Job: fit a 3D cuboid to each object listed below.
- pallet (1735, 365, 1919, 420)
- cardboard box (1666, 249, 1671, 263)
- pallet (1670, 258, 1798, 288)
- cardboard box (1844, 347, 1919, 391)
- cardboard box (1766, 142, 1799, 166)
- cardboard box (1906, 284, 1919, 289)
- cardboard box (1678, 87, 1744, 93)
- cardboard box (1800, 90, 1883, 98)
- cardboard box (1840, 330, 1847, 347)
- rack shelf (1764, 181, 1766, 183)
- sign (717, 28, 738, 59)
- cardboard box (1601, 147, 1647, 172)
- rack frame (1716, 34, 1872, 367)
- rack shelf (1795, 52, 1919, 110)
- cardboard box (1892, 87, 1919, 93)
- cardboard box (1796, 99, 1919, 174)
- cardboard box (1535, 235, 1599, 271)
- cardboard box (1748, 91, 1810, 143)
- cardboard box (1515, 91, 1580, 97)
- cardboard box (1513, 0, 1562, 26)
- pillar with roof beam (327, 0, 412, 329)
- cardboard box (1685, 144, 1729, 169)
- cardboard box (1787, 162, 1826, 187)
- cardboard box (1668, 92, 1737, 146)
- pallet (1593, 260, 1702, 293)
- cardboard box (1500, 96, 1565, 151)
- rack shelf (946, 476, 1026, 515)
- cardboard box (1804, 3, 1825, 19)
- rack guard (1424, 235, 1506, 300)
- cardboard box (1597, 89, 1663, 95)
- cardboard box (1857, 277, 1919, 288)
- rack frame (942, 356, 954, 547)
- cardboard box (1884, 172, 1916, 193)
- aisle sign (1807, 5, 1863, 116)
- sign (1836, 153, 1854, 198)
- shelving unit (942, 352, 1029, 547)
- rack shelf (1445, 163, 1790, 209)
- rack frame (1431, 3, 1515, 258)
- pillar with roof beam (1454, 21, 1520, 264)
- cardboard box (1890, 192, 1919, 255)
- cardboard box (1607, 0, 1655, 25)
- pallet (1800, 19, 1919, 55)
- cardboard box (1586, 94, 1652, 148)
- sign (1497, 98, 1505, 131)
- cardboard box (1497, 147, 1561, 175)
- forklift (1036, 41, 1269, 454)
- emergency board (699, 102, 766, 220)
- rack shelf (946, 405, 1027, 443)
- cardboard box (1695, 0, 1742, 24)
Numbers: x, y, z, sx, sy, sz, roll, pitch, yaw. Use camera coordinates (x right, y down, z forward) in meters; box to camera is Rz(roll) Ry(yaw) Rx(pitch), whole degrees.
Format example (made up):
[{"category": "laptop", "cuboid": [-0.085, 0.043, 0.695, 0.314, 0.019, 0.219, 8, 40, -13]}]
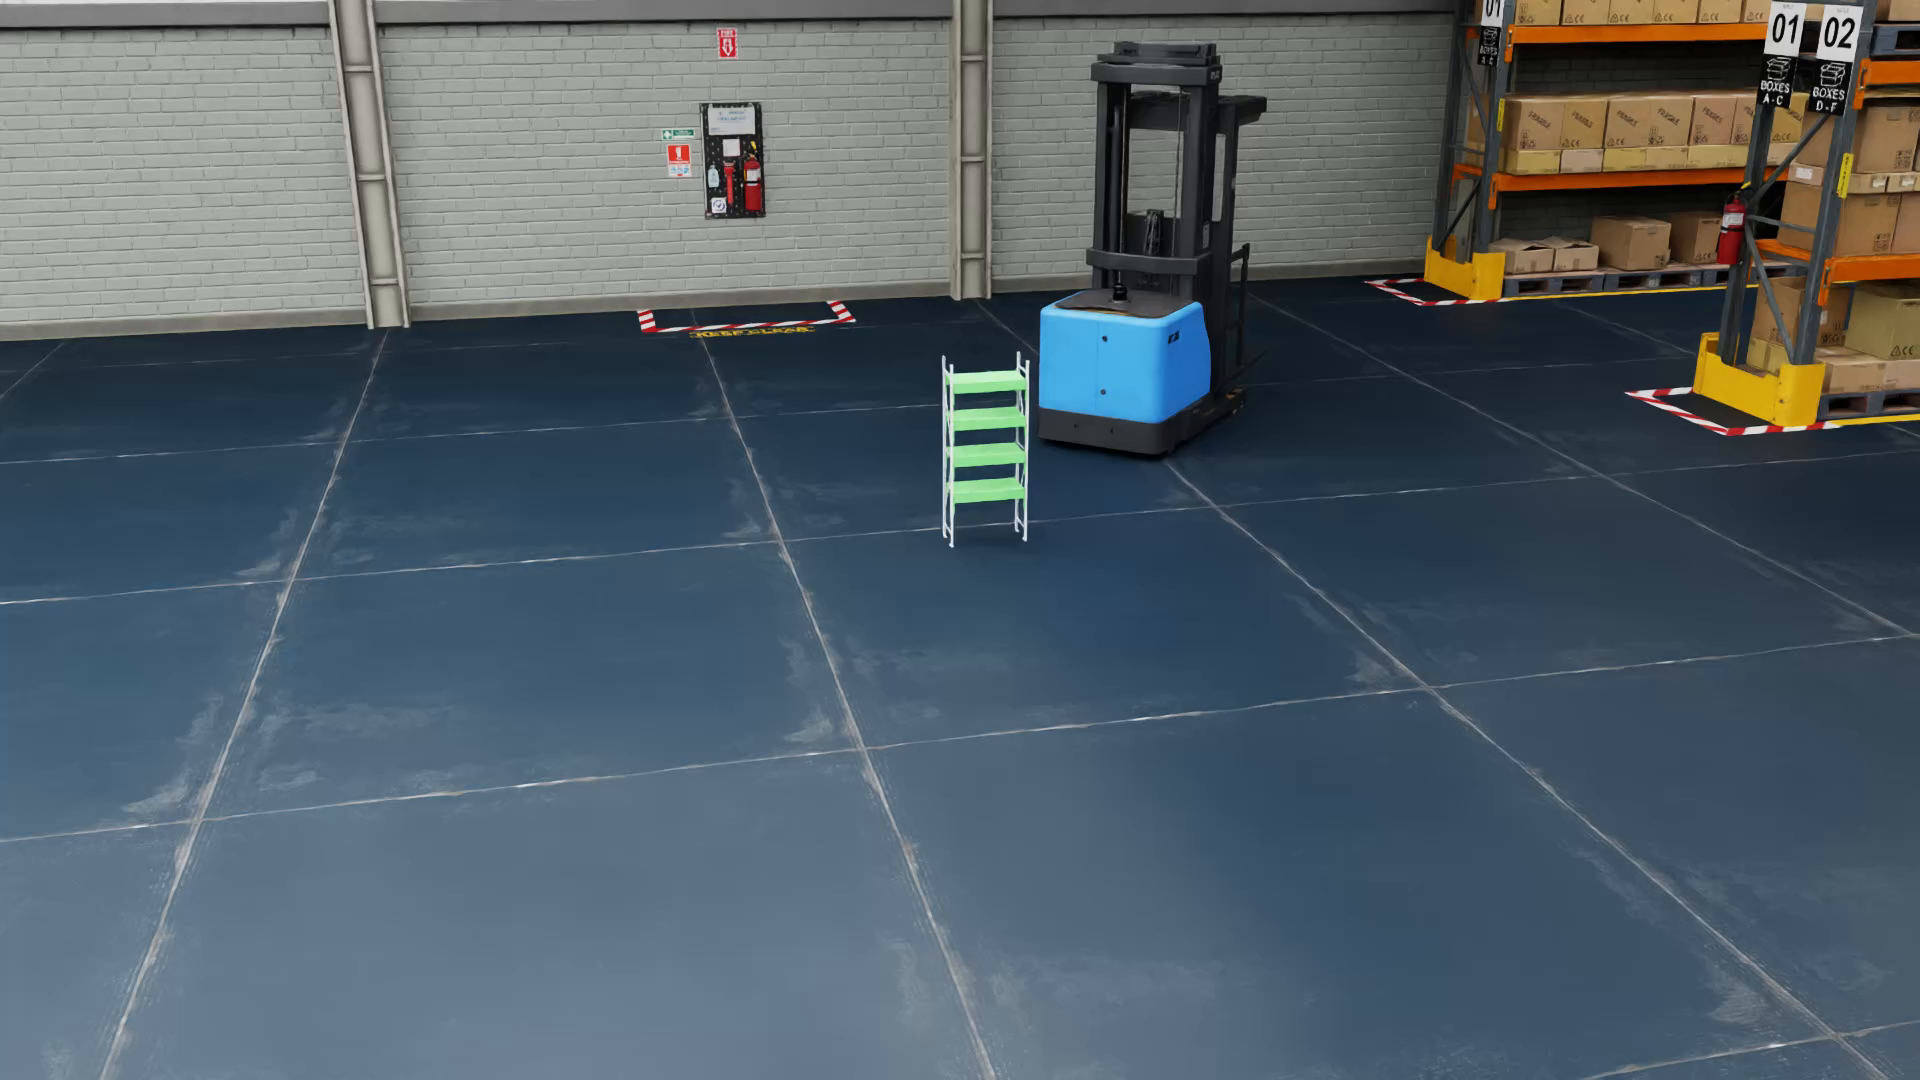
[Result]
[{"category": "pallet", "cuboid": [7.346, -1.282, 14.008, 1.213, 0.211, 1.003, -5, 21, -12]}, {"category": "cardboard box", "cuboid": [7.800, -3.239, 18.802, 0.250, 0.149, 0.380, -6, 21, -17]}, {"category": "pallet", "cuboid": [8.715, -3.117, 19.017, 1.213, 0.211, 1.003, -5, 21, -12]}, {"category": "cardboard box", "cuboid": [7.671, -1.432, 13.749, 0.500, 0.250, 0.500, -5, 21, -12]}, {"category": "cardboard box", "cuboid": [8.970, -4.291, 18.358, 0.500, 0.250, 0.500, -5, 21, -12]}, {"category": "cardboard box", "cuboid": [8.155, -1.827, 13.738, 0.500, 0.500, 0.500, -5, 21, -12]}, {"category": "cardboard box", "cuboid": [8.351, -4.775, 18.589, 0.500, 0.500, 0.500, -5, 21, -13]}, {"category": "cardboard box", "cuboid": [9.864, -4.774, 18.701, 0.500, 0.500, 0.700, -5, 21, -12]}, {"category": "cardboard box", "cuboid": [7.549, -1.608, 14.230, 0.500, 0.250, 0.500, -5, 21, -12]}, {"category": "rack shelf", "cuboid": [11.307, -4.312, 19.270, 4.000, 0.370, 1.077, -5, 21, -12]}, {"category": "sign", "cuboid": [-2.333, -4.983, 16.687, 0.199, 0.298, 0.001, -5, 21, -12]}, {"category": "cardboard box", "cuboid": [7.015, -4.130, 17.918, 0.500, 0.250, 0.500, -5, 21, -13]}, {"category": "rack frame", "cuboid": [6.612, -2.517, 13.324, 0.127, 3.000, 1.000, -5, 21, -12]}, {"category": "rack shelf", "cuboid": [8.558, -3.746, 13.364, 4.000, 0.370, 1.077, -5, 21, -12]}, {"category": "cardboard box", "cuboid": [11.043, -4.878, 18.986, 0.500, 0.500, 0.700, -2, 20, -5]}, {"category": "cardboard box", "cuboid": [7.120, -3.210, 13.185, 0.500, 0.500, 0.700, -5, 21, -12]}, {"category": "cardboard box", "cuboid": [6.717, -3.189, 18.428, 0.500, 0.311, 0.500, -3, 20, -8]}, {"category": "cardboard box", "cuboid": [8.972, -4.641, 18.223, 0.500, 0.500, 0.500, -5, 21, -13]}, {"category": "cardboard box", "cuboid": [6.370, -4.611, 18.140, 0.500, 0.500, 0.500, -4, 21, -12]}, {"category": "cardboard box", "cuboid": [5.851, -5.582, 17.157, 0.500, 0.500, 0.500, -4, 21, -11]}, {"category": "pillar with roof beam", "cuboid": [-4.737, -4.946, 11.233, 0.400, 9.000, 9.100, -5, 21, -12]}, {"category": "cardboard box", "cuboid": [7.997, -4.210, 18.135, 0.500, 0.250, 0.500, -5, 21, -13]}, {"category": "cardboard box", "cuboid": [6.940, -2.962, 13.452, 0.250, 0.149, 0.380, -5, 21, -13]}, {"category": "cardboard box", "cuboid": [7.995, -4.564, 18.011, 0.500, 0.500, 0.500, -5, 21, -14]}, {"category": "pallet", "cuboid": [7.526, -3.019, 18.750, 1.213, 0.211, 1.003, -5, 21, -12]}, {"category": "cardboard box", "cuboid": [6.002, -4.403, 17.572, 0.500, 0.500, 0.500, -5, 21, -12]}, {"category": "rack shelf", "cuboid": [0.161, -0.291, 10.749, 0.480, 0.148, 0.258, -5, 21, -12]}, {"category": "cardboard box", "cuboid": [8.924, -5.833, 17.842, 0.500, 0.500, 0.500, -4, 21, -11]}, {"category": "rack guard", "cuboid": [5.542, -3.007, 18.297, 0.348, 0.500, 1.175, -5, 21, -12]}, {"category": "cardboard box", "cuboid": [7.362, -4.693, 18.364, 0.500, 0.500, 0.500, -4, 21, -12]}, {"category": "cardboard box", "cuboid": [8.035, -2.001, 14.213, 0.500, 0.500, 0.500, -5, 21, -12]}, {"category": "rack frame", "cuboid": [-0.076, -0.557, 10.591, 0.015, 1.200, 0.240, -5, 21, -12]}, {"category": "cardboard box", "cuboid": [7.299, -2.849, 13.143, 0.250, 0.149, 0.380, -5, 21, -14]}, {"category": "aisle sign", "cuboid": [6.618, -3.630, 12.583, 0.004, 0.787, 0.394, -5, 21, -12]}, {"category": "sign", "cuboid": [6.734, -2.774, 12.654, 0.005, 0.325, 0.100, -5, 21, -12]}, {"category": "shelving unit", "cuboid": [0.161, -0.576, 10.644, 0.503, 1.200, 0.258, -5, 21, -12]}, {"category": "rack shelf", "cuboid": [7.415, -3.995, 18.406, 4.000, 0.370, 1.077, -5, 21, -12]}, {"category": "rack frame", "cuboid": [5.468, -4.175, 17.850, 0.127, 3.000, 1.000, -5, 21, -12]}, {"category": "pillar with roof beam", "cuboid": [6.941, -5.896, 13.826, 0.400, 9.000, 9.100, -5, 21, -12]}, {"category": "cardboard box", "cuboid": [7.579, -2.640, 13.514, 0.500, 0.500, 0.700, -4, 21, -11]}, {"category": "cardboard box", "cuboid": [6.886, -5.655, 17.357, 0.500, 0.500, 0.500, -4, 20, -10]}, {"category": "pallet", "cuboid": [7.306, -3.931, 12.953, 1.213, 0.211, 1.003, -5, 21, -12]}, {"category": "cardboard box", "cuboid": [6.989, -4.478, 17.776, 0.500, 0.500, 0.500, -5, 21, -14]}, {"category": "sign", "cuboid": [5.593, -4.400, 17.206, 0.005, 0.325, 0.100, -5, 21, -12]}, {"category": "cardboard box", "cuboid": [6.016, -4.046, 17.688, 0.500, 0.250, 0.500, -5, 21, -14]}, {"category": "forklift", "cuboid": [1.735, -2.473, 13.305, 1.130, 2.935, 3.031, 11, 23, 27]}, {"category": "emergency board", "cuboid": [-2.302, -3.862, 16.996, 0.643, 1.169, 0.194, -5, 21, -12]}, {"category": "rack shelf", "cuboid": [0.161, -0.742, 10.583, 0.480, 0.148, 0.258, -5, 21, -12]}, {"category": "cardboard box", "cuboid": [7.901, -5.741, 17.591, 0.500, 0.500, 0.500, -5, 21, -15]}]
